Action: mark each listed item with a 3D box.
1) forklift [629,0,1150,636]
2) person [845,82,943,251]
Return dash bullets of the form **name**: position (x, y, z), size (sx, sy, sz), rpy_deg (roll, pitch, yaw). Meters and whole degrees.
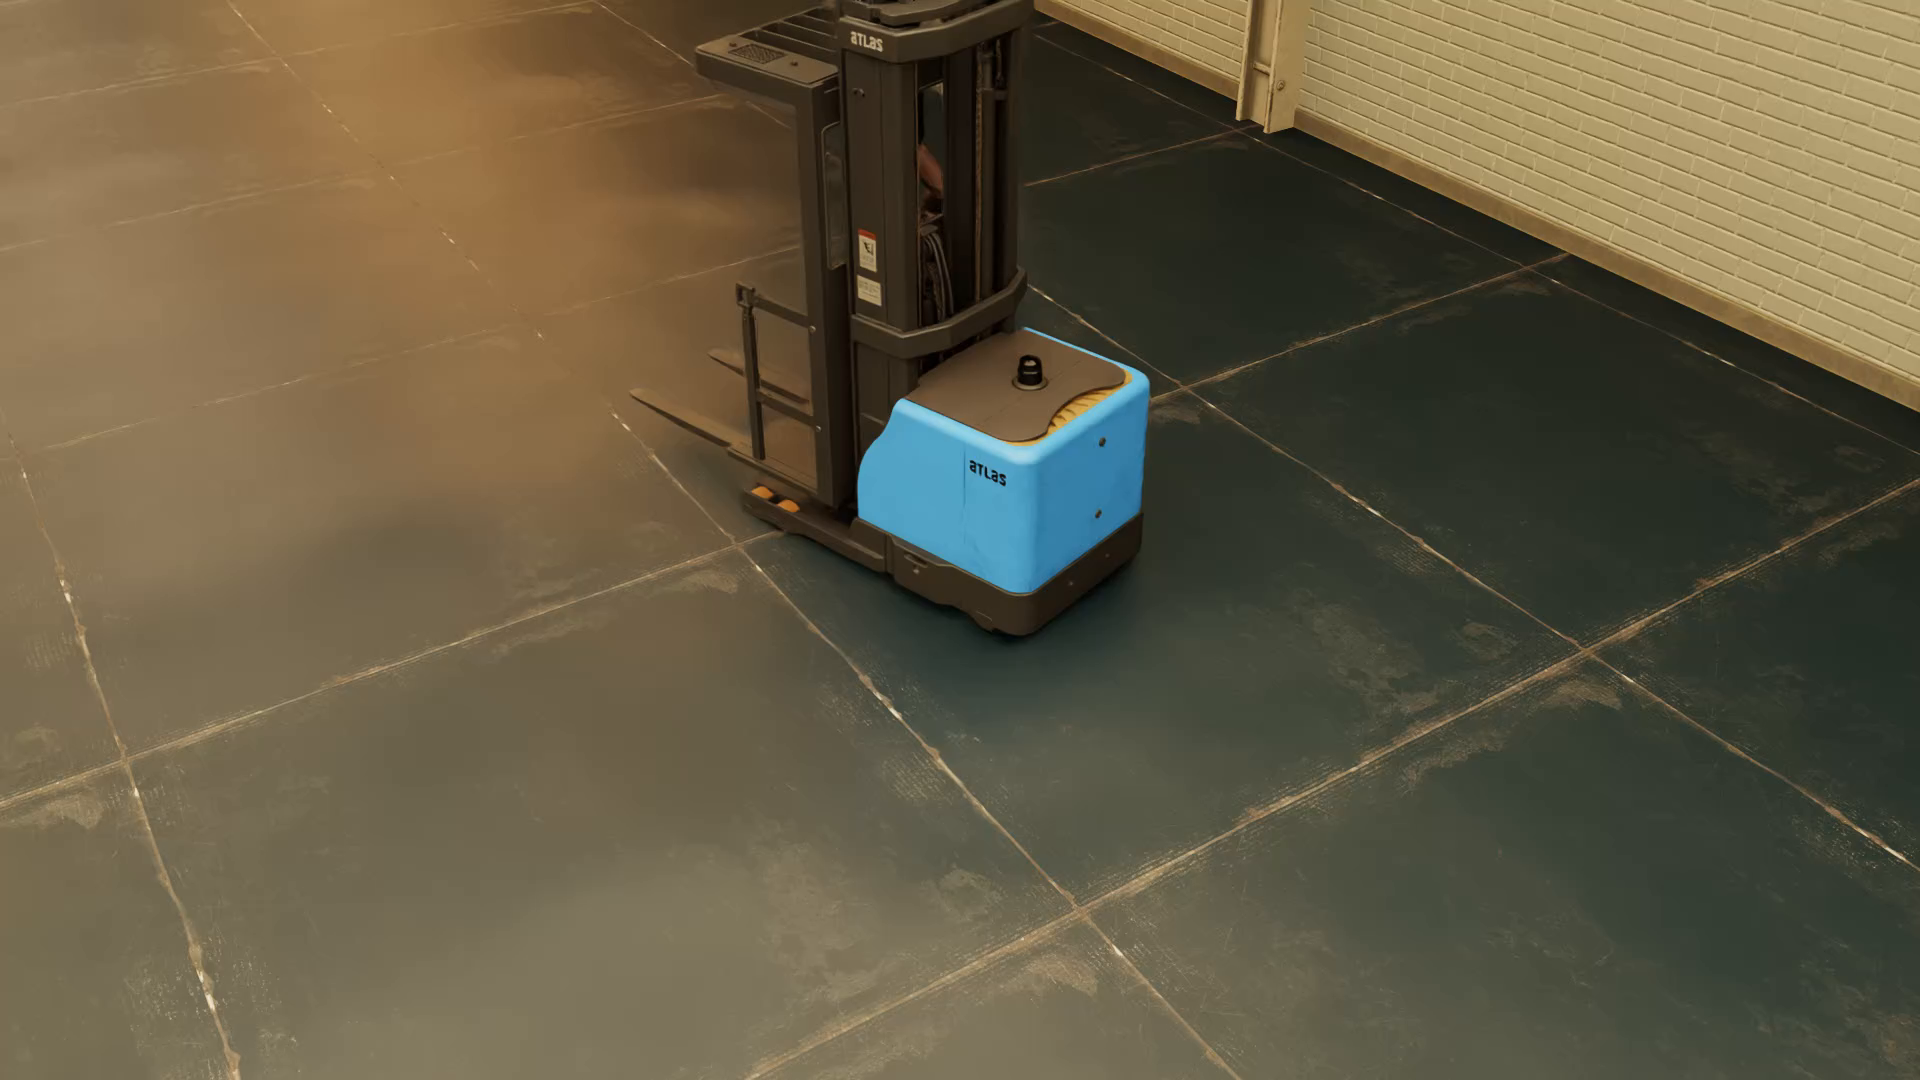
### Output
- **forklift**: position (-0.526, -1.450, 8.212), size (3.031, 2.935, 1.130), rpy_deg (26, 43, 32)
- **person**: position (-0.377, -2.680, 11.195), size (0.969, 1.583, 0.840), rpy_deg (-10, 36, -14)
